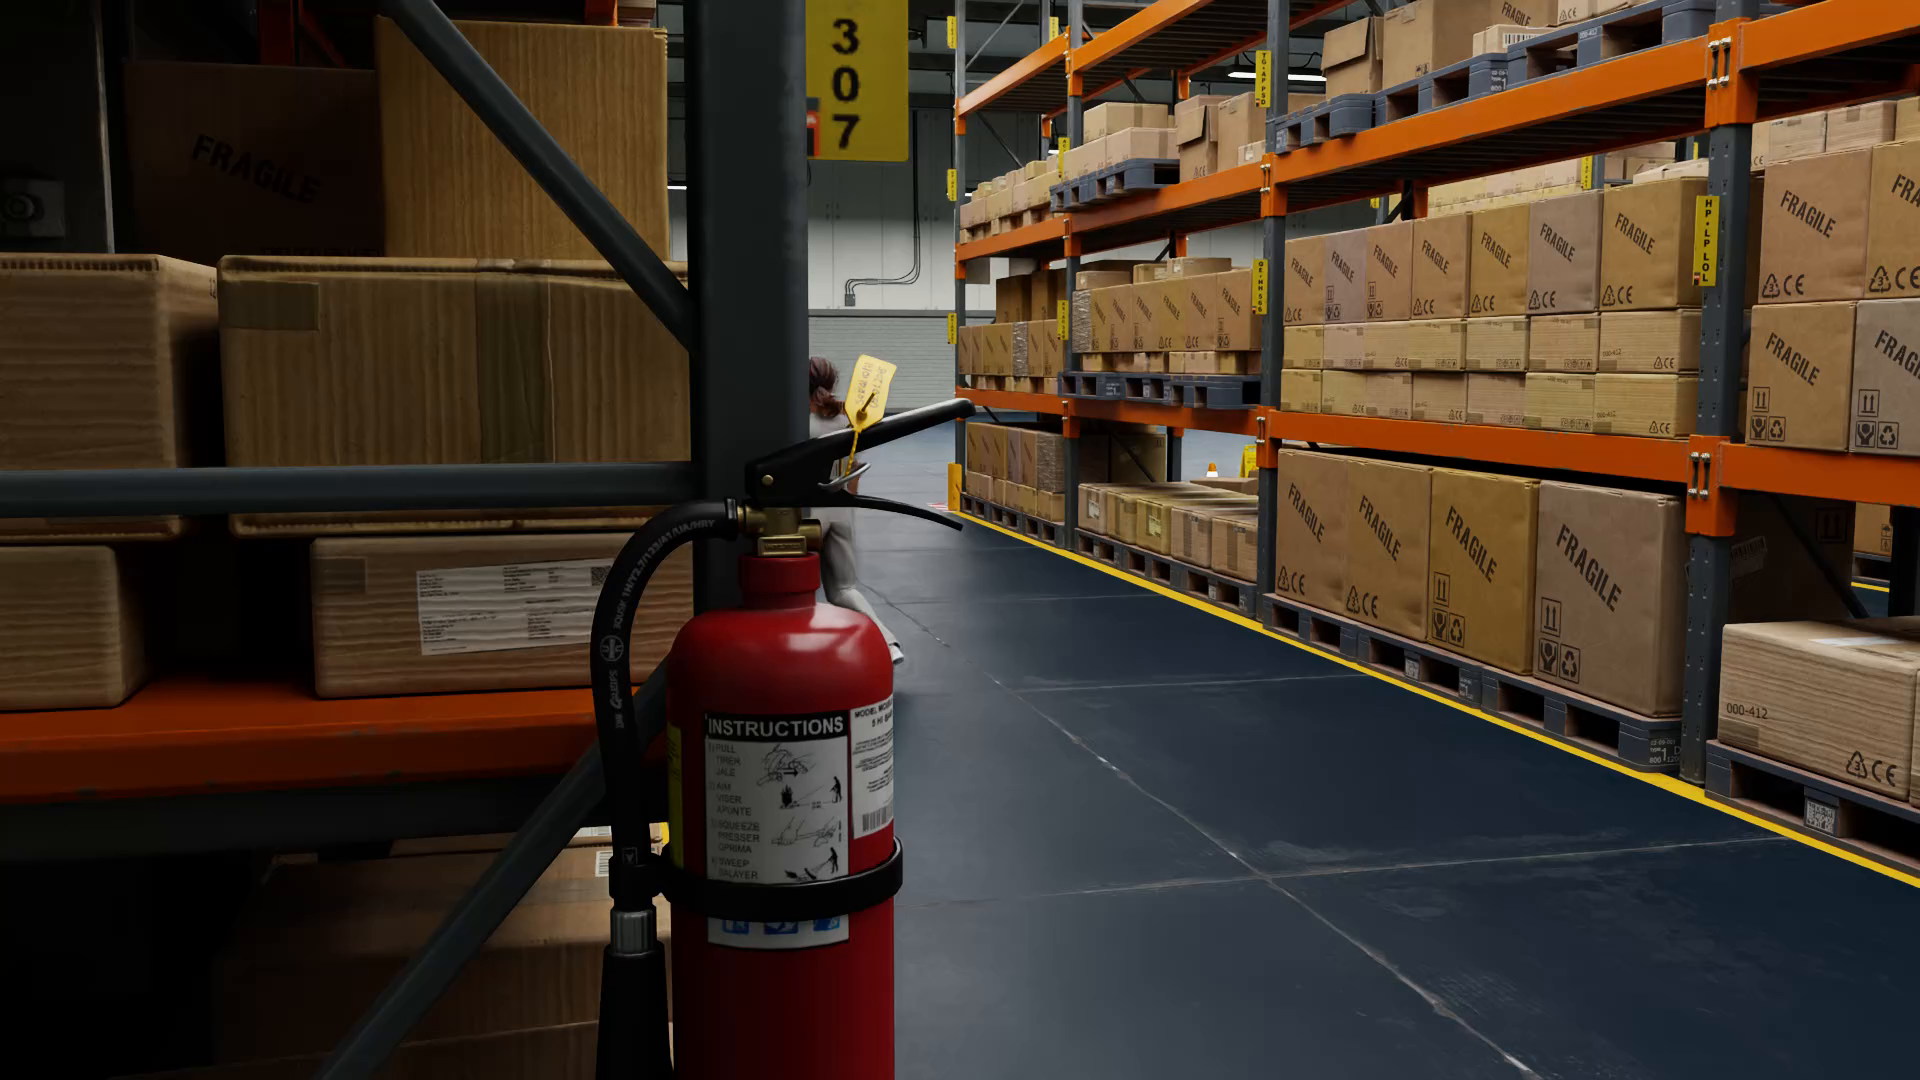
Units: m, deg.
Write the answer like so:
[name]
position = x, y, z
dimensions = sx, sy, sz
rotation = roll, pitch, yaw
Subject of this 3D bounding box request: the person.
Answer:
[person]
position = -0.720, -0.082, 8.115
dimensions = 0.477, 1.621, 0.992
rotation = -5, 8, -40
